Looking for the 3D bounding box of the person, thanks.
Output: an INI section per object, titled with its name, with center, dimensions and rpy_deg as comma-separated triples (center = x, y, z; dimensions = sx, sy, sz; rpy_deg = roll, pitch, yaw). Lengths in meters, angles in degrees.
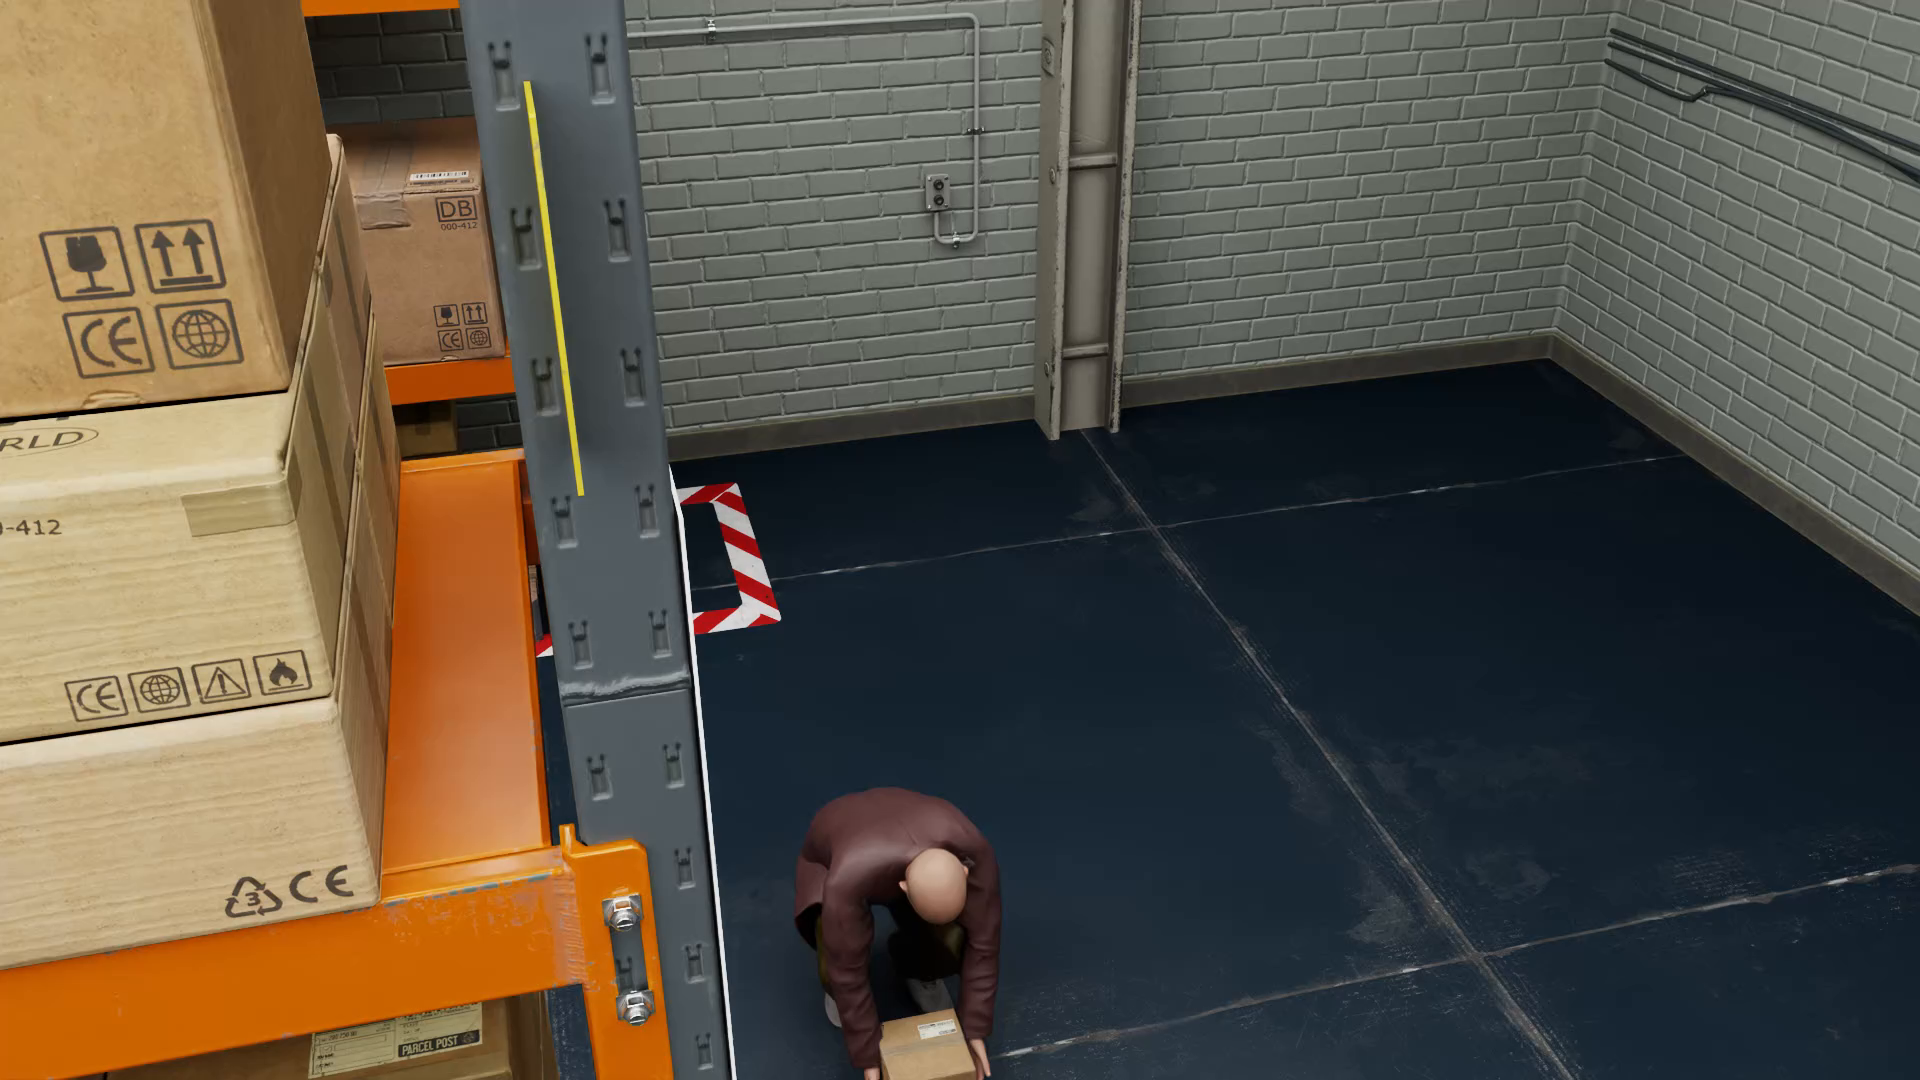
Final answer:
[person]
center = -0.198, 1.155, 5.081
dimensions = 0.606, 0.837, 0.906
rpy_deg = -8, 31, -13
